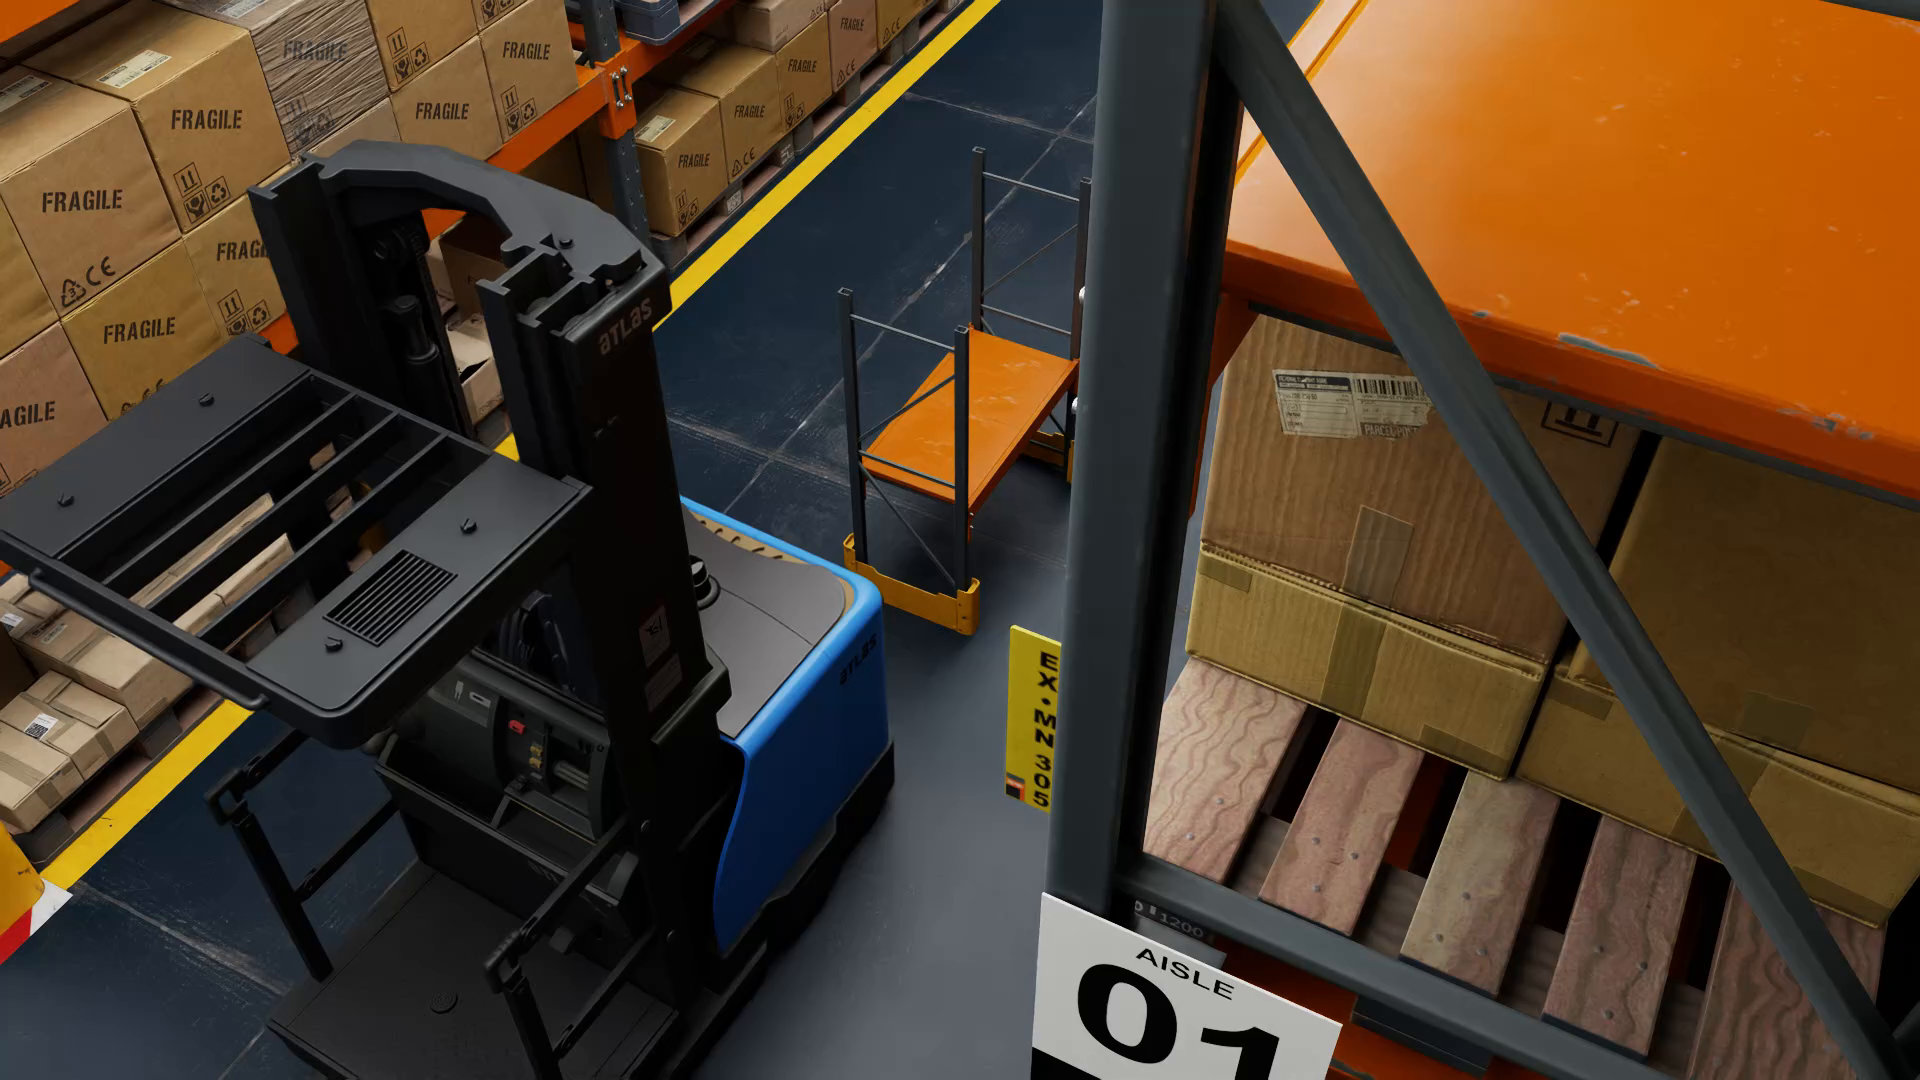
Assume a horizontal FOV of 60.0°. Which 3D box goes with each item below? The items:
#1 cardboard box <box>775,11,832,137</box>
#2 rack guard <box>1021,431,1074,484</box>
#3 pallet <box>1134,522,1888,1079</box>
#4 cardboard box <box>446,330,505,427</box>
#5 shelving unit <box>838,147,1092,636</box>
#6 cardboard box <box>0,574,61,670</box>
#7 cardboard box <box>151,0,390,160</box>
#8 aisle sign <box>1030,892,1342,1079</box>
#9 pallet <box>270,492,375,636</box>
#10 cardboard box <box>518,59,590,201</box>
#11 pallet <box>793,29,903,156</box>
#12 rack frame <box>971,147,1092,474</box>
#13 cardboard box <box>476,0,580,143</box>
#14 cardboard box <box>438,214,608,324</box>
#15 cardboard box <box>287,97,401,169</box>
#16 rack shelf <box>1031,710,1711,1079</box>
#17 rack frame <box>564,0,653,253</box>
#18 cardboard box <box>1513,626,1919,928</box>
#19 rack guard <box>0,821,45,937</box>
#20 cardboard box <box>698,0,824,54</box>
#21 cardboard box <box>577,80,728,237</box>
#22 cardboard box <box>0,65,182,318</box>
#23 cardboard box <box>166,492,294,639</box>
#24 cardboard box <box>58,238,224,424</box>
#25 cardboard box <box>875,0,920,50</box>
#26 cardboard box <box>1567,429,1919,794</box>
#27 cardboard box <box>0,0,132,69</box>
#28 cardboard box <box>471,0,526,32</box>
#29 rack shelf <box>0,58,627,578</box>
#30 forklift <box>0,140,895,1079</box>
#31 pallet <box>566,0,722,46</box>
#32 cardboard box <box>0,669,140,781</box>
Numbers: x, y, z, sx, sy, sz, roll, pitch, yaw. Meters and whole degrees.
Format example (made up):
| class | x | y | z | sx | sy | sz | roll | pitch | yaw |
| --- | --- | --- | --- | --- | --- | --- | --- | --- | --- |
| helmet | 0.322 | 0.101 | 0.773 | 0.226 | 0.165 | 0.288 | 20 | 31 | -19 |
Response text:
| class | x | y | z | sx | sy | sz | roll | pitch | yaw |
| --- | --- | --- | --- | --- | --- | --- | --- | --- | --- |
| cardboard box | -1.038 | -2.550 | 8.890 | 0.500 | 0.500 | 0.500 | 21 | 49 | 20 |
| rack guard | 0.267 | -0.450 | 7.299 | 0.587 | 0.250 | 0.087 | 20 | 49 | 19 |
| pallet | 0.913 | 0.261 | 2.616 | 1.003 | 0.211 | 1.213 | 20 | 49 | 19 |
| cardboard box | -2.316 | -0.682 | 7.176 | 0.500 | 0.311 | 0.500 | 20 | 49 | 19 |
| shelving unit | 0.035 | -0.575 | 6.544 | 0.587 | 1.500 | 1.083 | 20 | 49 | 19 |
| cardboard box | -3.510 | 0.314 | 6.293 | 0.380 | 0.166 | 0.250 | 20 | 49 | 19 |
| cardboard box | -2.430 | -1.739 | 5.867 | 0.500 | 0.500 | 0.500 | 21 | 49 | 19 |
| aisle sign | 0.278 | 0.788 | 2.315 | 0.394 | 0.787 | 0.004 | 20 | 49 | 19 |
| pallet | -2.840 | -0.214 | 7.093 | 1.003 | 0.211 | 1.213 | 20 | 49 | 19 |
| cardboard box | -1.980 | -2.079 | 8.424 | 0.500 | 0.500 | 0.500 | 20 | 49 | 19 |
| pallet | -1.046 | -2.714 | 9.564 | 1.003 | 0.211 | 1.213 | 20 | 49 | 19 |
| rack frame | 0.276 | -0.901 | 6.866 | 0.500 | 1.500 | 0.032 | 20 | 49 | 19 |
| cardboard box | -1.960 | -2.033 | 6.860 | 0.500 | 0.500 | 0.500 | 21 | 49 | 20 |
| cardboard box | -1.968 | -1.221 | 7.576 | 0.500 | 0.500 | 0.500 | 20 | 49 | 19 |
| cardboard box | -2.434 | -1.384 | 6.218 | 0.500 | 0.500 | 0.500 | 22 | 49 | 20 |
| rack shelf | 1.506 | -0.306 | 3.620 | 1.077 | 0.370 | 4.000 | 20 | 49 | 19 |
| rack frame | -1.955 | -2.398 | 7.291 | 1.000 | 3.000 | 0.127 | 20 | 49 | 19 |
| cardboard box | 1.134 | 0.192 | 2.362 | 0.500 | 0.250 | 0.500 | 23 | 50 | 21 |
| rack guard | -3.777 | 0.953 | 5.737 | 1.175 | 0.500 | 0.348 | 20 | 49 | 19 |
| cardboard box | -1.050 | -2.792 | 8.601 | 0.500 | 0.250 | 0.500 | 21 | 49 | 19 |
| cardboard box | -1.515 | -1.898 | 8.245 | 0.500 | 0.500 | 0.500 | 18 | 48 | 17 |
| cardboard box | -2.900 | -1.103 | 5.237 | 0.500 | 0.500 | 0.500 | 21 | 49 | 20 |
| cardboard box | -2.844 | 0.055 | 6.490 | 0.500 | 0.250 | 0.500 | 20 | 49 | 19 |
| cardboard box | -2.902 | -0.748 | 5.590 | 0.500 | 0.500 | 0.500 | 20 | 49 | 19 |
| cardboard box | -0.565 | -3.201 | 9.533 | 0.500 | 0.500 | 0.500 | 19 | 48 | 18 |
| cardboard box | 1.130 | -0.073 | 2.097 | 0.500 | 0.500 | 0.500 | 19 | 48 | 18 |
| cardboard box | -3.140 | -1.606 | 5.735 | 0.500 | 0.500 | 0.500 | 22 | 49 | 20 |
| cardboard box | -1.960 | -2.380 | 6.500 | 0.500 | 0.500 | 0.500 | 21 | 49 | 19 |
| rack shelf | -2.883 | -0.885 | 6.301 | 1.077 | 0.370 | 4.000 | 20 | 49 | 19 |
| forklift | -1.425 | 0.595 | 4.381 | 1.130 | 2.935 | 3.031 | 23 | 50 | 21 |
| pallet | -1.487 | -2.798 | 7.821 | 1.003 | 0.211 | 1.213 | 20 | 49 | 19 |
| cardboard box | -3.197 | 0.655 | 5.956 | 0.380 | 0.166 | 0.250 | 20 | 49 | 19 |
